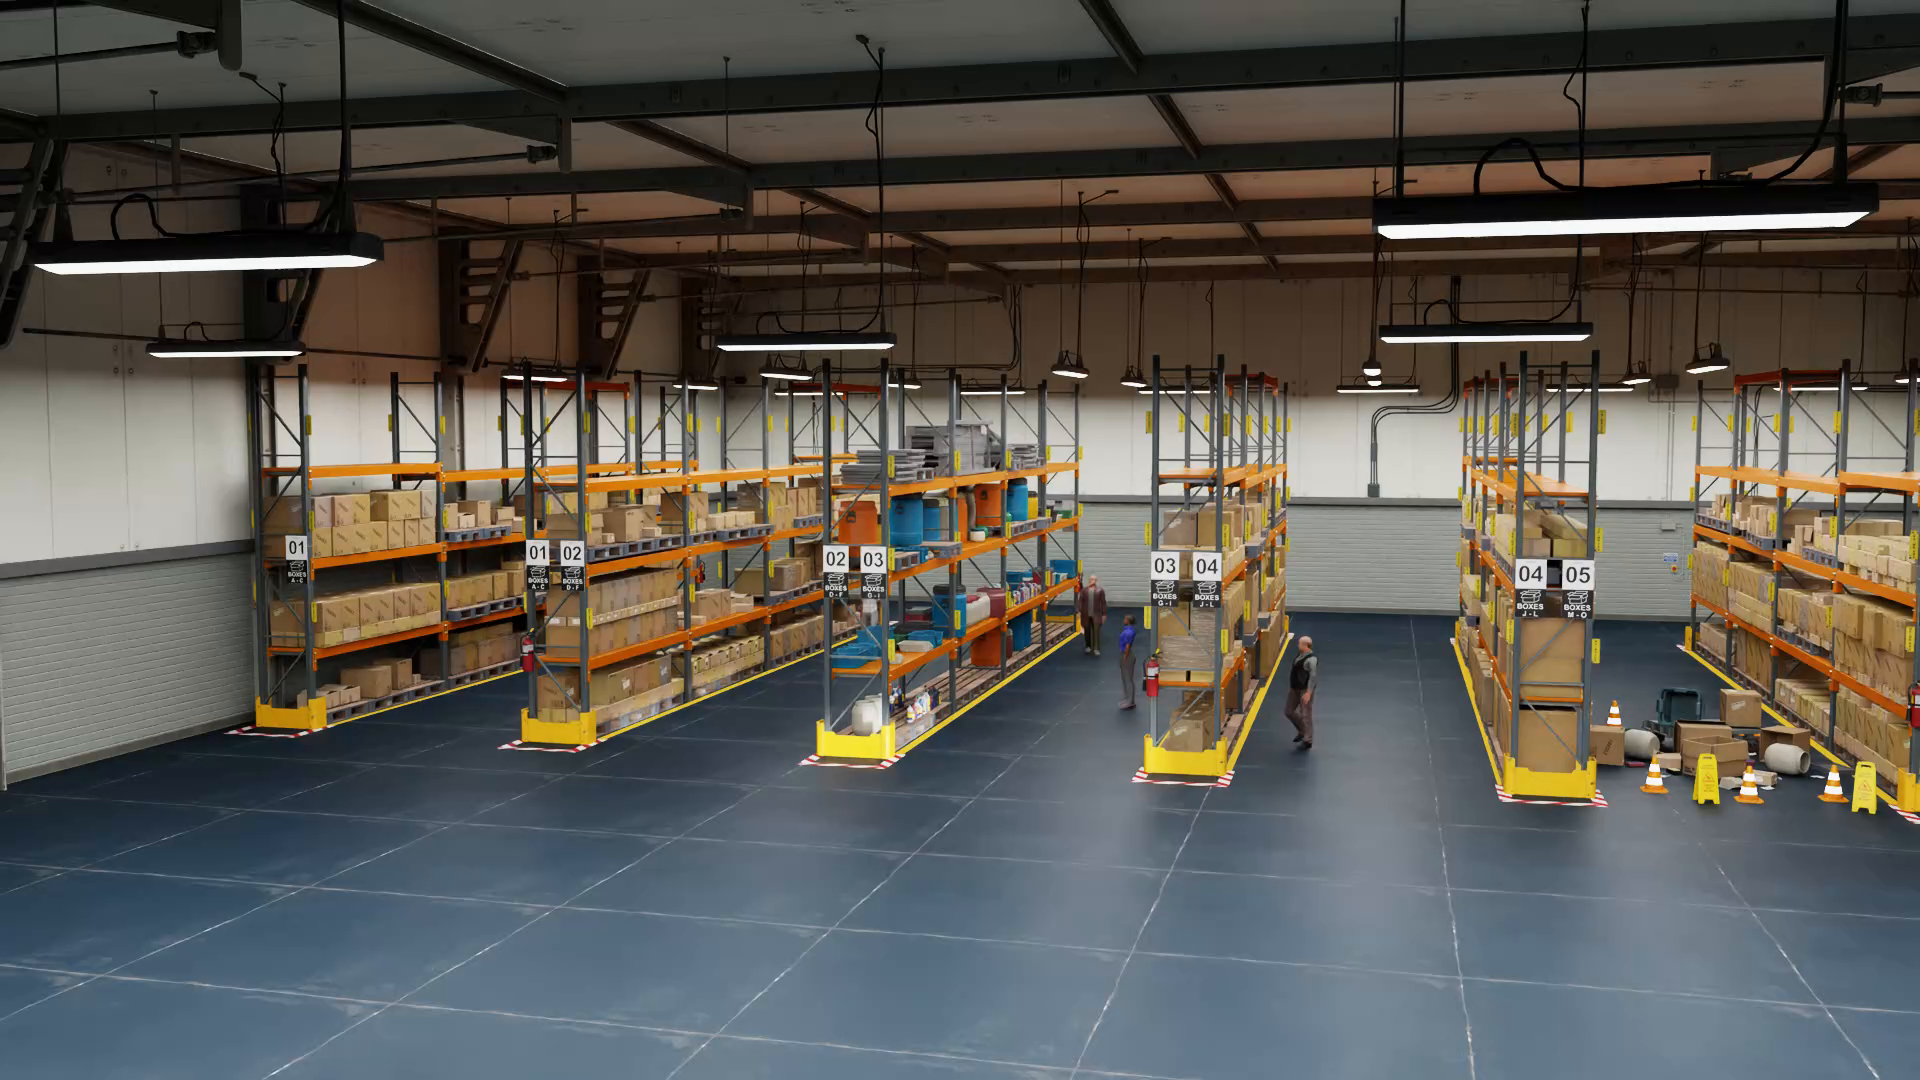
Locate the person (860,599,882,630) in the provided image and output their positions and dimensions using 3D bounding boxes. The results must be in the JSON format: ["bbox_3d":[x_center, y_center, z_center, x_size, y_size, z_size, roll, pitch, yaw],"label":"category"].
[{"bbox_3d":[-1.962,1.608,37.024,0.495,1.669,0.646,1,4,11],"label":"person"}]

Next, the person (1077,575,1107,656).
[{"bbox_3d":[2.861,1.621,36.057,0.666,1.720,1.078,0,4,6],"label":"person"}]

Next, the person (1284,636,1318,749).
[{"bbox_3d":[5.337,2.351,25.865,0.459,1.726,0.610,-2,4,-24],"label":"person"}]

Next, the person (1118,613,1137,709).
[{"bbox_3d":[2.962,2.139,29.625,0.377,1.665,0.514,0,4,-6],"label":"person"}]
